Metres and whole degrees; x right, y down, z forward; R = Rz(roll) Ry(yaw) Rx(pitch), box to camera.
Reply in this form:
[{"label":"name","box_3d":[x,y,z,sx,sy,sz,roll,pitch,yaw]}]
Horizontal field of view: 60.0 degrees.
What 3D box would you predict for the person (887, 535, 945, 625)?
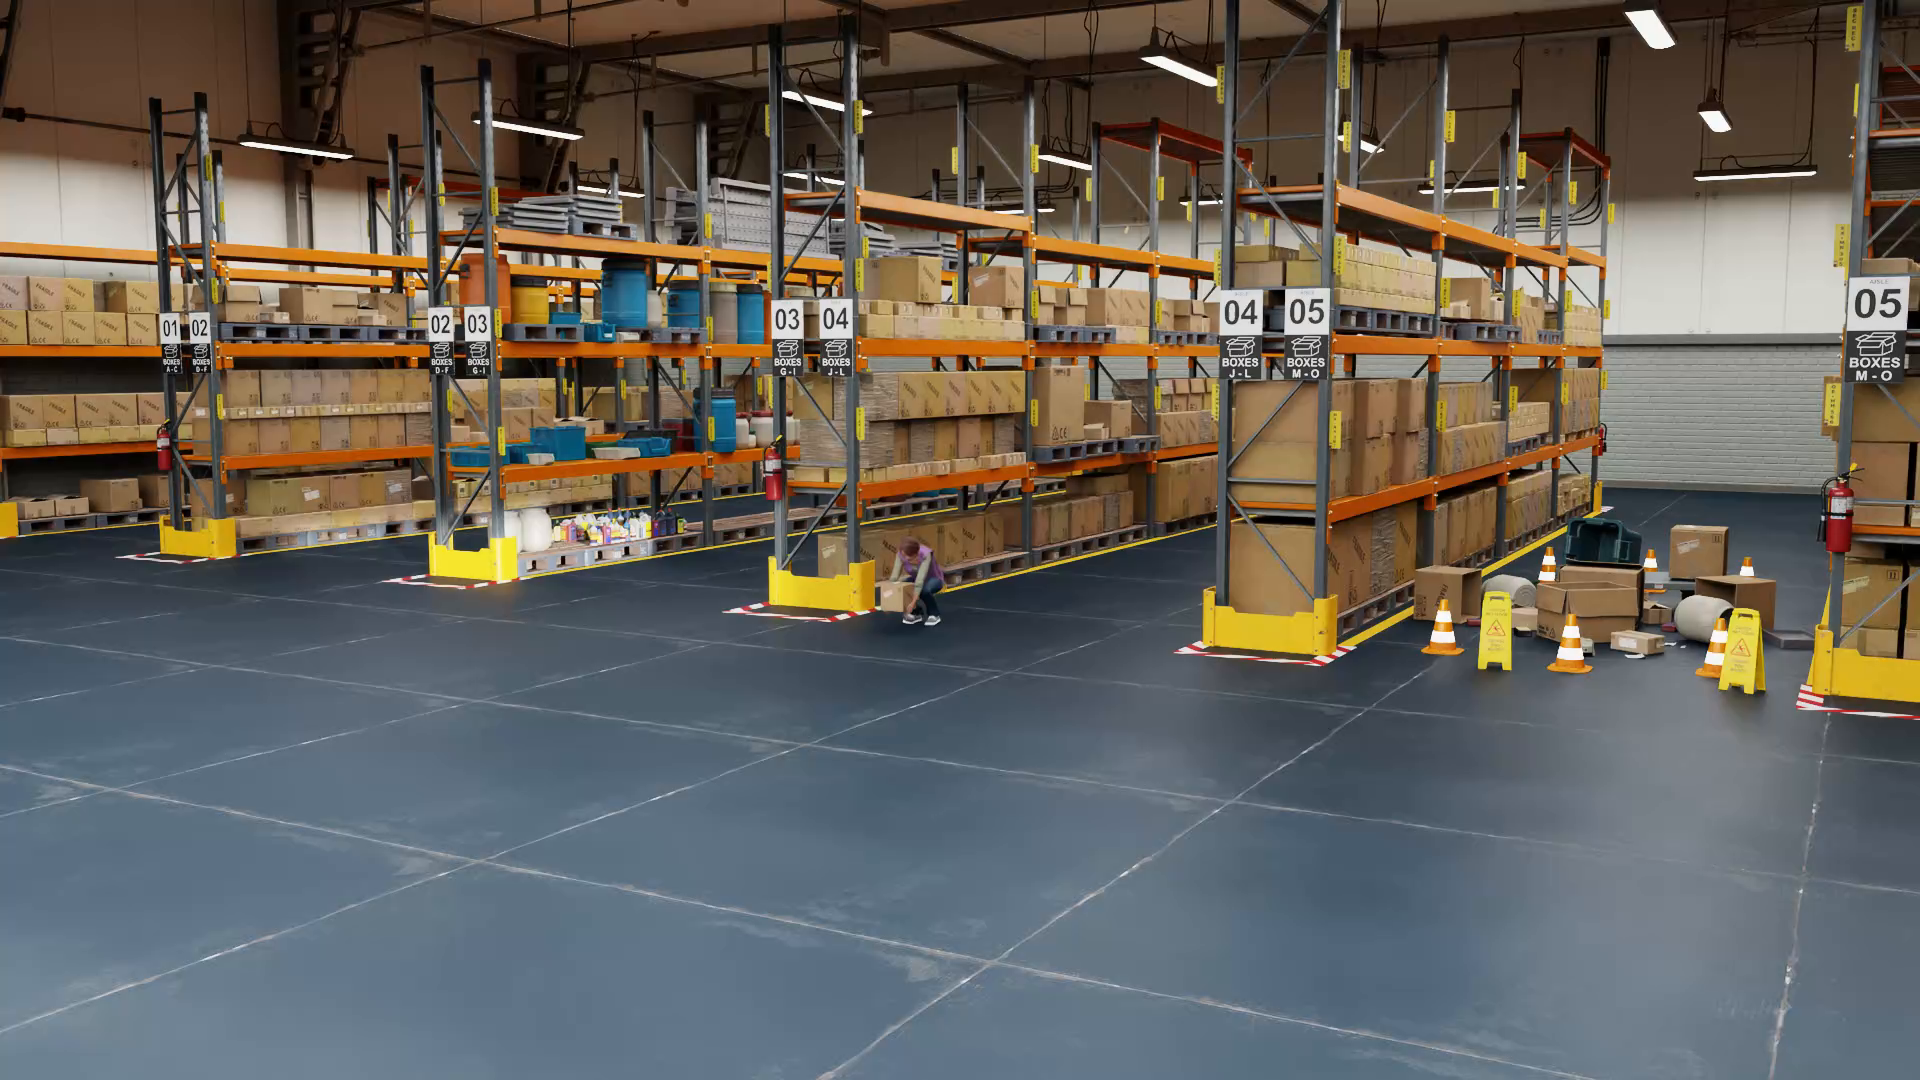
[{"label":"person","box_3d":[-0.430,0.396,16.210,0.423,0.896,0.822,3,7,27]}]
